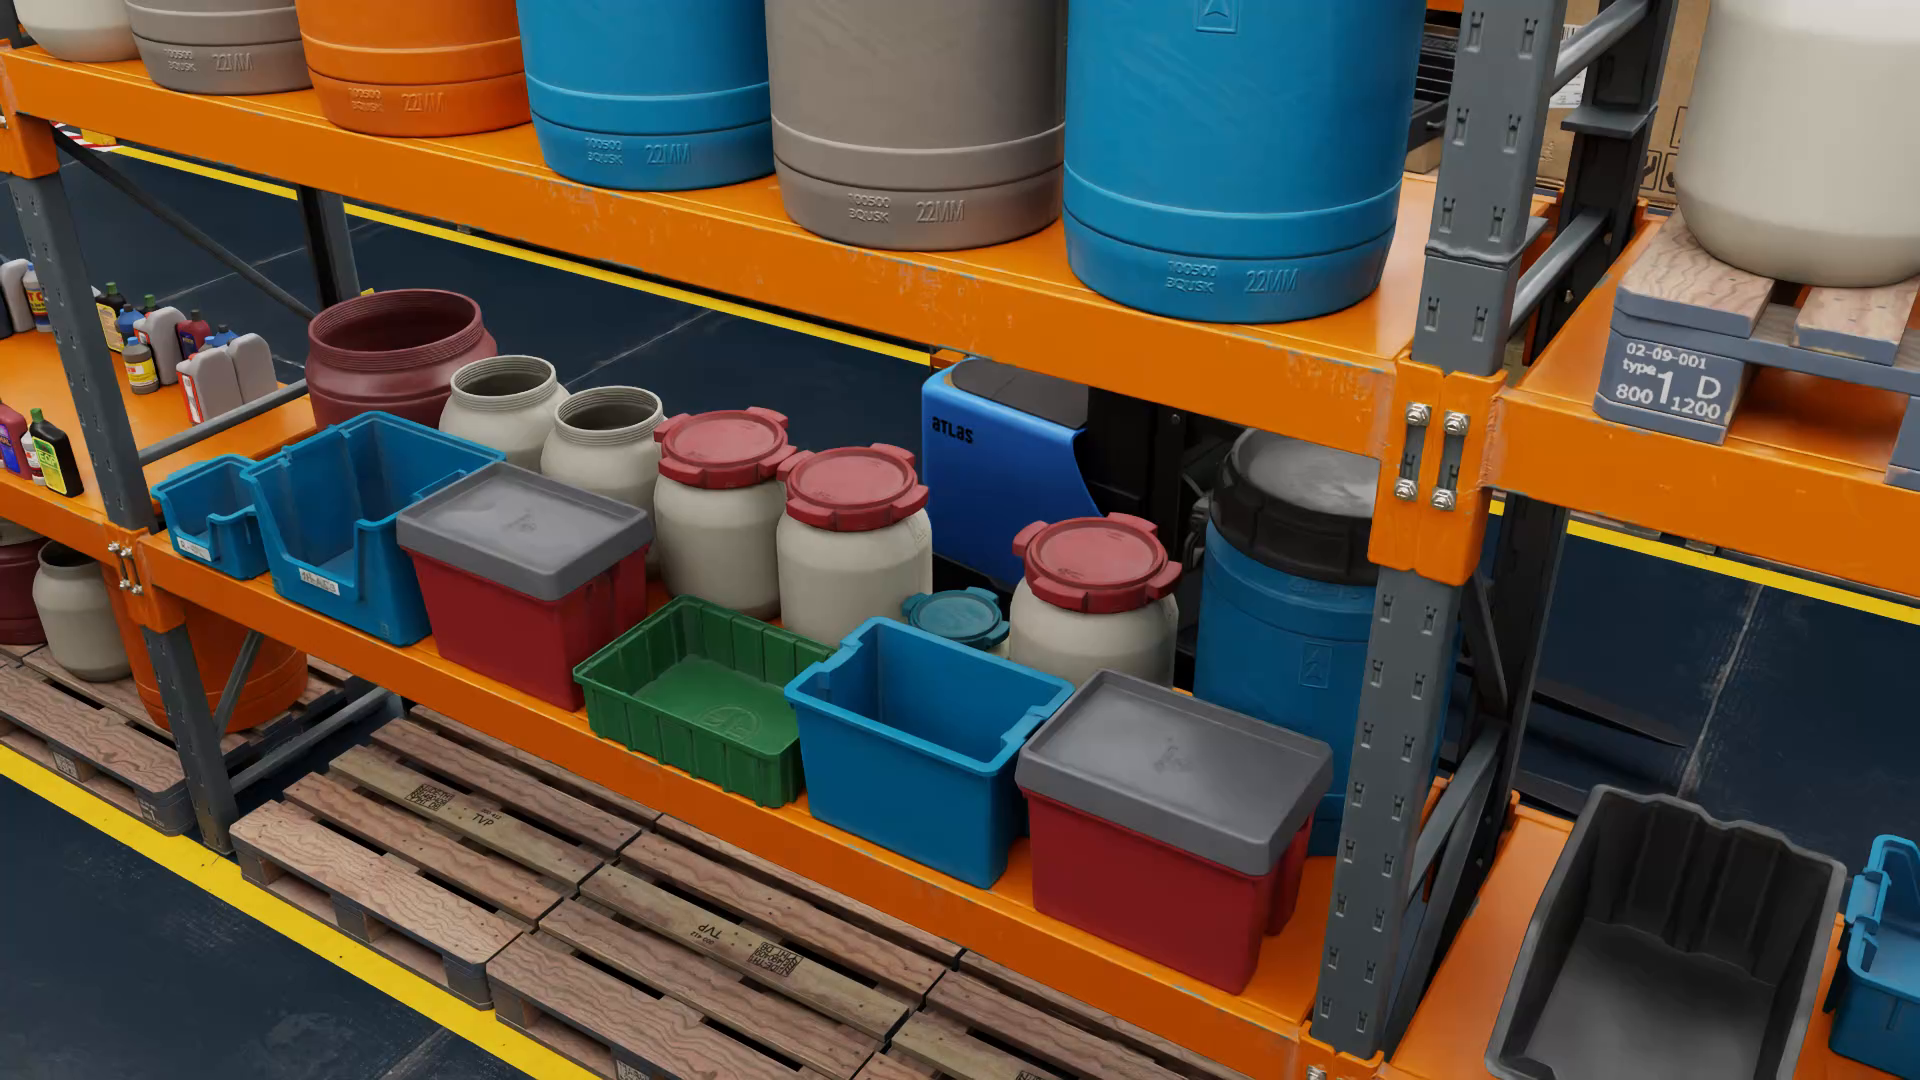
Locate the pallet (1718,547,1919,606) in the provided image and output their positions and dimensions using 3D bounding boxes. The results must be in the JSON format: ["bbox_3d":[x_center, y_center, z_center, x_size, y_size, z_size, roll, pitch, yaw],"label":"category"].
[{"bbox_3d":[4.250,-0.081,7.680,1.213,0.211,1.003,18,35,27],"label":"pallet"}]

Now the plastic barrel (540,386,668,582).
[{"bbox_3d":[-1.017,-0.159,4.936,0.421,0.512,0.421,0,30,0],"label":"plastic barrel"}]

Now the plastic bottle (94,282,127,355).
[{"bbox_3d":[-3.230,-0.853,6.351,0.133,0.283,0.061,18,35,27],"label":"plastic bottle"}]

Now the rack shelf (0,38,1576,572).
[{"bbox_3d":[-0.665,-0.858,3.980,4.000,0.370,1.077,18,35,27],"label":"rack shelf"}]

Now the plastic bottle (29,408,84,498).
[{"bbox_3d":[-2.928,-0.284,5.376,0.133,0.283,0.061,18,35,27],"label":"plastic bottle"}]

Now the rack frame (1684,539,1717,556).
[{"bbox_3d":[3.662,-1.451,7.260,0.127,3.000,1.000,18,35,27],"label":"rack frame"}]

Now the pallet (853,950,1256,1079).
[{"bbox_3d":[0.343,1.674,4.671,1.213,0.211,1.003,18,35,27],"label":"pallet"}]

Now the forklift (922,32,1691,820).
[{"bbox_3d":[1.287,-0.701,6.044,3.031,2.935,1.130,23,37,33],"label":"forklift"}]

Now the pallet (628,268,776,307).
[{"bbox_3d":[-1.383,-1.888,10.778,1.213,0.211,1.003,18,35,27],"label":"pallet"}]

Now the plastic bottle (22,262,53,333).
[{"bbox_3d":[-3.615,-0.959,6.545,0.097,0.271,0.097,0,30,0],"label":"plastic bottle"}]

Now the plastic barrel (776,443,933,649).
[{"bbox_3d":[-0.286,0.058,4.539,0.433,0.535,0.433,0,30,0],"label":"plastic barrel"}]

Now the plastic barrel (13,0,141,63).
[{"bbox_3d":[-2.259,-1.538,4.322,0.421,0.512,0.421,0,30,0],"label":"plastic barrel"}]

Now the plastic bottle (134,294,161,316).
[{"bbox_3d":[-3.035,-0.791,6.245,0.133,0.283,0.061,18,35,27],"label":"plastic bottle"}]

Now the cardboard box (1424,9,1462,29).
[{"bbox_3d":[3.465,-3.620,12.795,0.750,0.750,1.050,17,34,27],"label":"cardboard box"}]

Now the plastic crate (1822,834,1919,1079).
[{"bbox_3d":[2.111,0.908,3.364,0.616,0.251,0.499,18,35,27],"label":"plastic crate"}]

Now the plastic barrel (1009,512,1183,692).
[{"bbox_3d":[0.335,0.255,4.202,0.433,0.535,0.433,0,30,0],"label":"plastic barrel"}]

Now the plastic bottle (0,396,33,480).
[{"bbox_3d":[-3.124,-0.346,5.482,0.133,0.283,0.061,18,35,27],"label":"plastic bottle"}]

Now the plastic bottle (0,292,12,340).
[{"bbox_3d":[-3.828,-0.956,6.461,0.185,0.351,0.144,18,35,27],"label":"plastic bottle"}]

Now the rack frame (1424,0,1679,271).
[{"bbox_3d":[1.029,-1.928,2.125,0.127,3.000,1.000,18,35,27],"label":"rack frame"}]

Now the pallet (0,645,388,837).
[{"bbox_3d":[-3.049,0.603,6.508,1.213,0.211,1.003,18,35,27],"label":"pallet"}]

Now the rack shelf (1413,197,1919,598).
[{"bbox_3d":[2.723,0.214,2.144,4.000,0.370,1.077,18,35,27],"label":"rack shelf"}]

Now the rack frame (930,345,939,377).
[{"bbox_3d":[-0.065,-0.539,7.483,0.006,1.200,0.240,18,35,27],"label":"rack frame"}]

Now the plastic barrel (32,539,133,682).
[{"bbox_3d":[-3.308,0.248,6.400,0.421,0.512,0.421,0,30,0],"label":"plastic barrel"}]

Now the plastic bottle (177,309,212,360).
[{"bbox_3d":[-2.808,-0.719,6.122,0.133,0.283,0.061,18,35,27],"label":"plastic bottle"}]

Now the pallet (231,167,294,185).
[{"bbox_3d":[-4.754,-2.953,12.602,1.213,0.211,1.003,18,35,27],"label":"pallet"}]

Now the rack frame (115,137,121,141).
[{"bbox_3d":[-6.502,-4.665,12.770,0.127,3.000,1.000,18,35,27],"label":"rack frame"}]

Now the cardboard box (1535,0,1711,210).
[{"bbox_3d":[3.064,-2.164,7.470,1.000,1.000,1.000,18,35,28],"label":"cardboard box"}]

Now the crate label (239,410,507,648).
[{"bbox_3d":[-1.661,-0.042,4.810,0.616,0.435,0.502,18,35,27],"label":"crate label"}]

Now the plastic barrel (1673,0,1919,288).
[{"bbox_3d":[1.289,-0.663,2.405,0.421,0.512,0.421,0,30,0],"label":"plastic barrel"}]

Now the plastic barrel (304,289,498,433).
[{"bbox_3d":[-1.805,-0.472,5.448,0.708,0.536,0.600,18,35,27],"label":"plastic barrel"}]

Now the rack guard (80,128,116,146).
[{"bbox_3d":[-6.522,-3.592,13.411,0.348,0.500,1.175,18,35,27],"label":"rack guard"}]

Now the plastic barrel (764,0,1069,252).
[{"bbox_3d":[-0.071,-1.068,3.129,0.600,0.901,0.600,0,30,0],"label":"plastic barrel"}]

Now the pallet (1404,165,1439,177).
[{"bbox_3d":[1.973,-1.927,8.266,1.213,0.211,1.003,18,35,27],"label":"pallet"}]

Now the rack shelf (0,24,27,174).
[{"bbox_3d":[-4.053,-1.929,5.817,4.000,0.370,1.077,18,35,27],"label":"rack shelf"}]

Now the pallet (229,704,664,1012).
[{"bbox_3d":[-1.723,1.020,5.792,1.213,0.211,1.003,18,35,27],"label":"pallet"}]

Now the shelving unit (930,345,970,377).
[{"bbox_3d":[0.012,-0.514,7.441,0.189,1.200,0.258,18,35,27],"label":"shelving unit"}]

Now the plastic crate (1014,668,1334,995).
[{"bbox_3d":[0.456,0.636,3.619,0.583,0.464,0.402,18,35,27],"label":"plastic crate"}]

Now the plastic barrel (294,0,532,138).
[{"bbox_3d":[-1.225,-1.402,3.773,0.708,0.830,0.600,18,35,27],"label":"plastic barrel"}]

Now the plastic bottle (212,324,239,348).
[{"bbox_3d":[-2.637,-0.649,6.014,0.097,0.271,0.097,0,30,0],"label":"plastic bottle"}]

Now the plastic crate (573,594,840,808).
[{"bbox_3d":[-0.596,0.409,4.283,0.662,0.188,0.450,18,35,27],"label":"plastic crate"}]

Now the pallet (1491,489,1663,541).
[{"bbox_3d":[3.002,-0.454,8.319,1.213,0.211,1.003,18,35,27],"label":"pallet"}]

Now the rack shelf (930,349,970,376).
[{"bbox_3d":[0.012,-0.787,7.282,0.180,0.103,0.258,18,35,27],"label":"rack shelf"}]

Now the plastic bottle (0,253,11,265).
[{"bbox_3d":[-3.861,-1.057,6.634,0.185,0.351,0.144,18,35,27],"label":"plastic bottle"}]

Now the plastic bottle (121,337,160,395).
[{"bbox_3d":[-2.996,-0.642,6.071,0.097,0.201,0.097,0,30,0],"label":"plastic bottle"}]
